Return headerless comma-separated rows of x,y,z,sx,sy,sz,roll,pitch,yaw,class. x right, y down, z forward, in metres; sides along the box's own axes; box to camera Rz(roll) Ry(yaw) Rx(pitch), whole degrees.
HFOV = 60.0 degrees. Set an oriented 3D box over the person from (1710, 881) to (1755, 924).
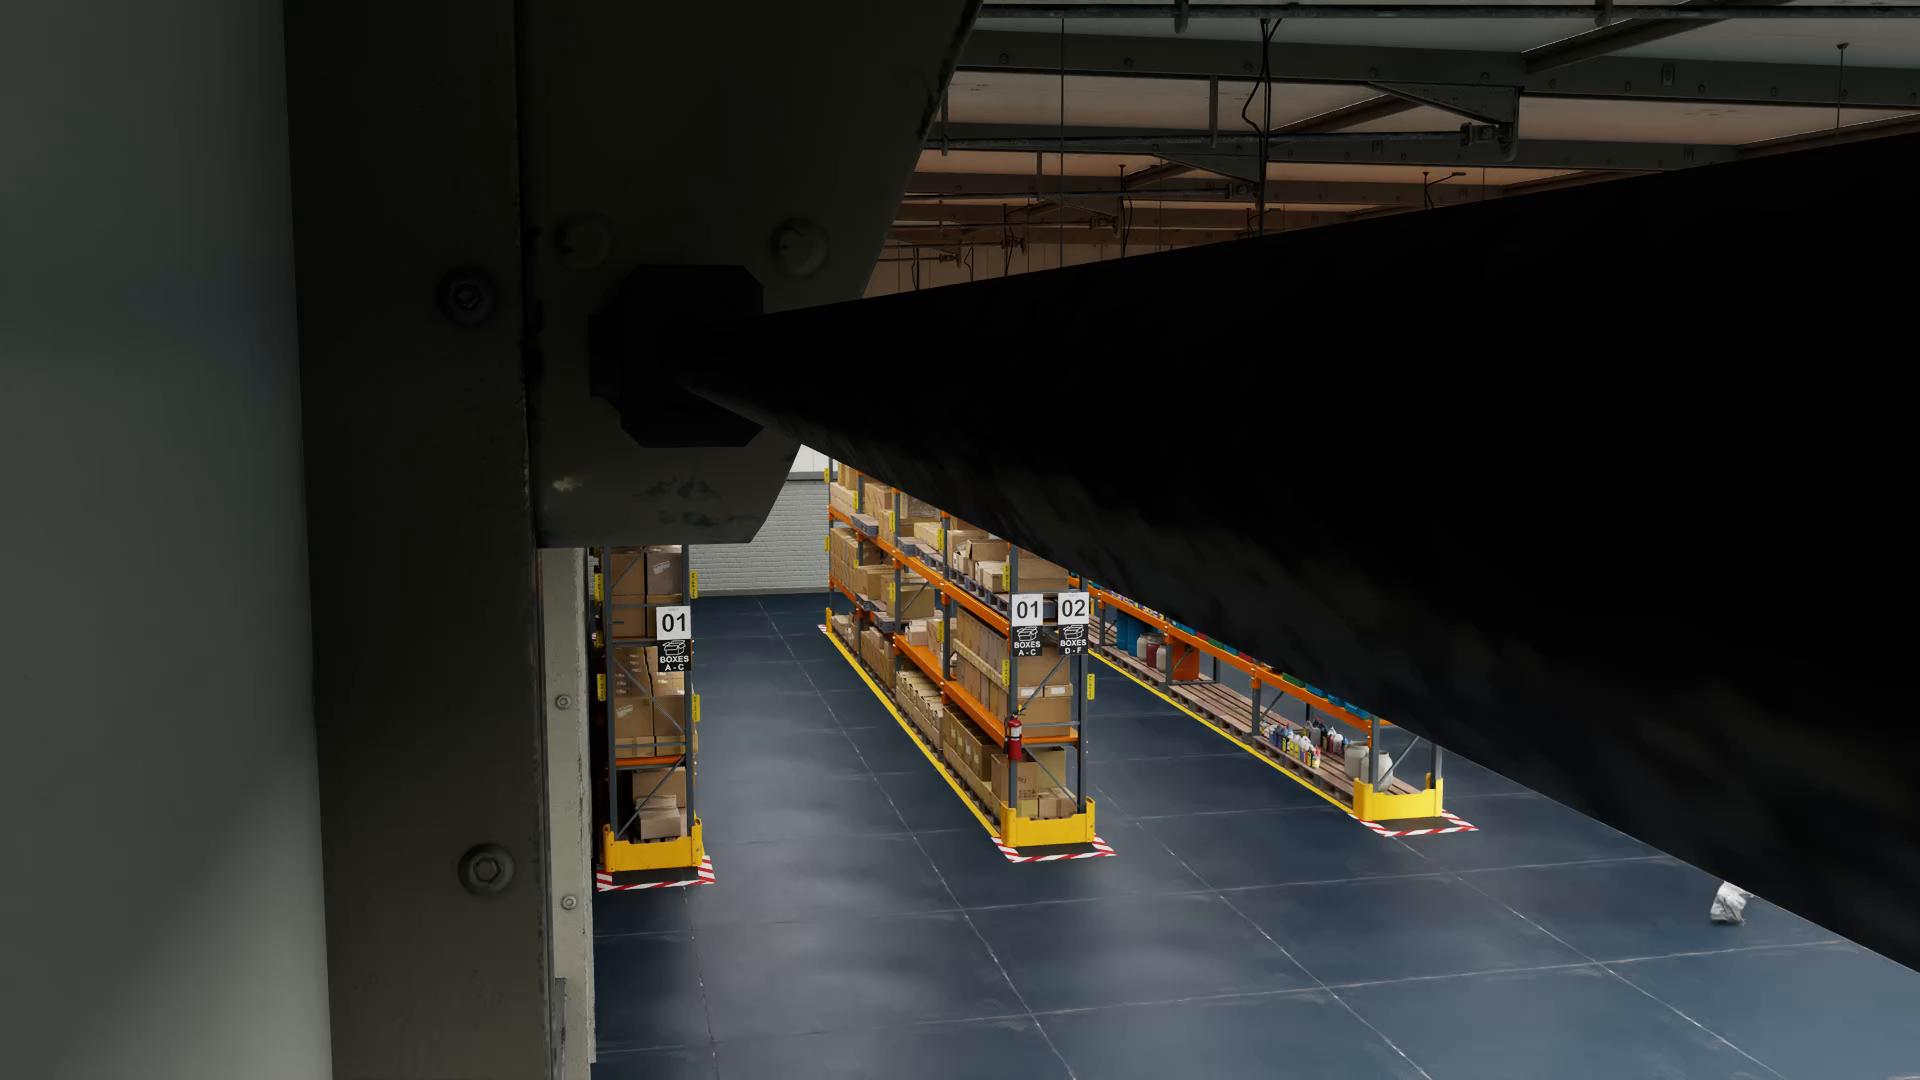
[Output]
8.539,3.305,18.049,0.650,1.743,0.646,1,7,9,person
